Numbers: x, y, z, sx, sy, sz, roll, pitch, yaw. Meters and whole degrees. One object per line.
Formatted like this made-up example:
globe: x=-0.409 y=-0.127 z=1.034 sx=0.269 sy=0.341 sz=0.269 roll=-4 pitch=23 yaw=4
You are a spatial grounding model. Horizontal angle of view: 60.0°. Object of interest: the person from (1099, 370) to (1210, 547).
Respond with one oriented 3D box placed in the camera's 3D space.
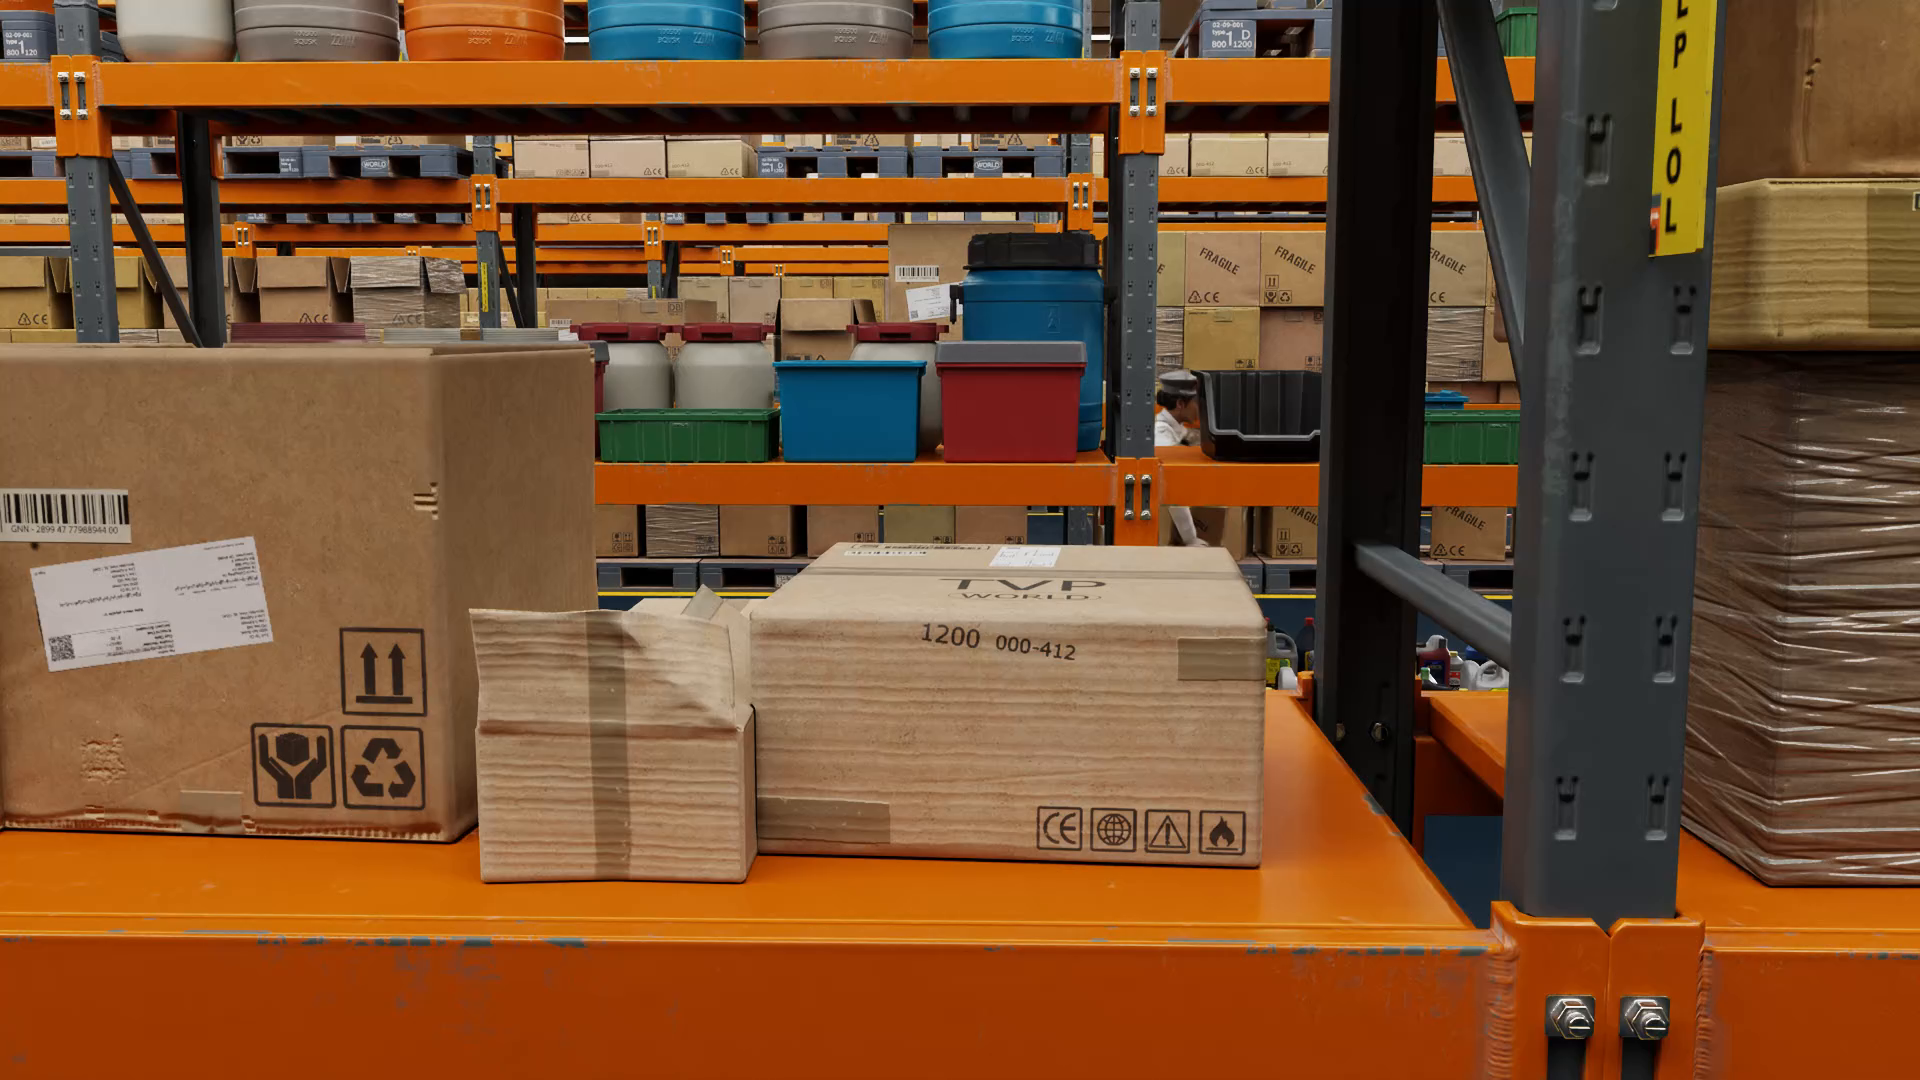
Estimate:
person: x=0.994 y=-0.041 z=8.337 sx=0.581 sy=1.611 sz=0.411 roll=2 pitch=8 yaw=15
